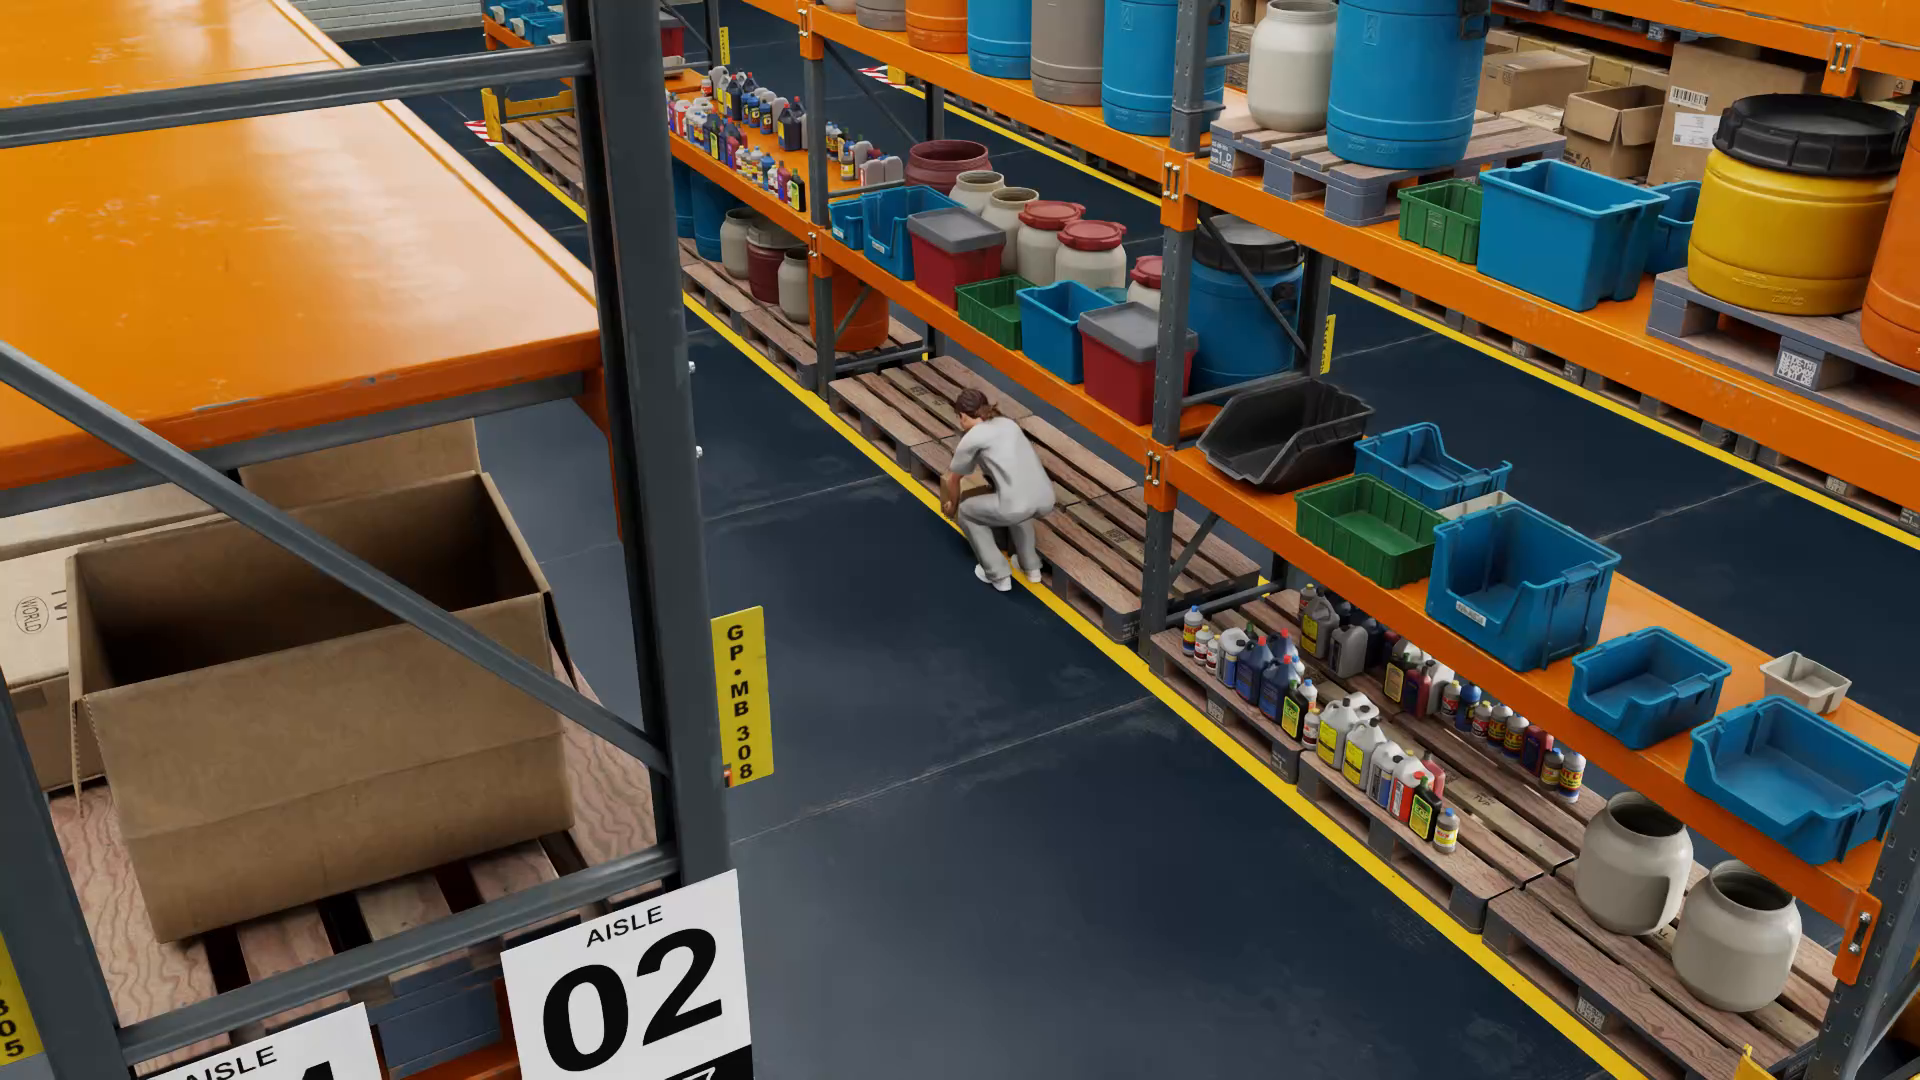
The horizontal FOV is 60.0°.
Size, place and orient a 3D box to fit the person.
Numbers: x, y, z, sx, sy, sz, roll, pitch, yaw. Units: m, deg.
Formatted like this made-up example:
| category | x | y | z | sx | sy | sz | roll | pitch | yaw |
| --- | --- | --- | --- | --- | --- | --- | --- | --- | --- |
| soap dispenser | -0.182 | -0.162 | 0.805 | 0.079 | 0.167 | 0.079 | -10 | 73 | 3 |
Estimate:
| category | x | y | z | sx | sy | sz | roll | pitch | yaw |
| --- | --- | --- | --- | --- | --- | --- | --- | --- | --- |
| person | 0.222 | -0.282 | 9.668 | 0.495 | 1.091 | 0.753 | -16 | 33 | -26 |
